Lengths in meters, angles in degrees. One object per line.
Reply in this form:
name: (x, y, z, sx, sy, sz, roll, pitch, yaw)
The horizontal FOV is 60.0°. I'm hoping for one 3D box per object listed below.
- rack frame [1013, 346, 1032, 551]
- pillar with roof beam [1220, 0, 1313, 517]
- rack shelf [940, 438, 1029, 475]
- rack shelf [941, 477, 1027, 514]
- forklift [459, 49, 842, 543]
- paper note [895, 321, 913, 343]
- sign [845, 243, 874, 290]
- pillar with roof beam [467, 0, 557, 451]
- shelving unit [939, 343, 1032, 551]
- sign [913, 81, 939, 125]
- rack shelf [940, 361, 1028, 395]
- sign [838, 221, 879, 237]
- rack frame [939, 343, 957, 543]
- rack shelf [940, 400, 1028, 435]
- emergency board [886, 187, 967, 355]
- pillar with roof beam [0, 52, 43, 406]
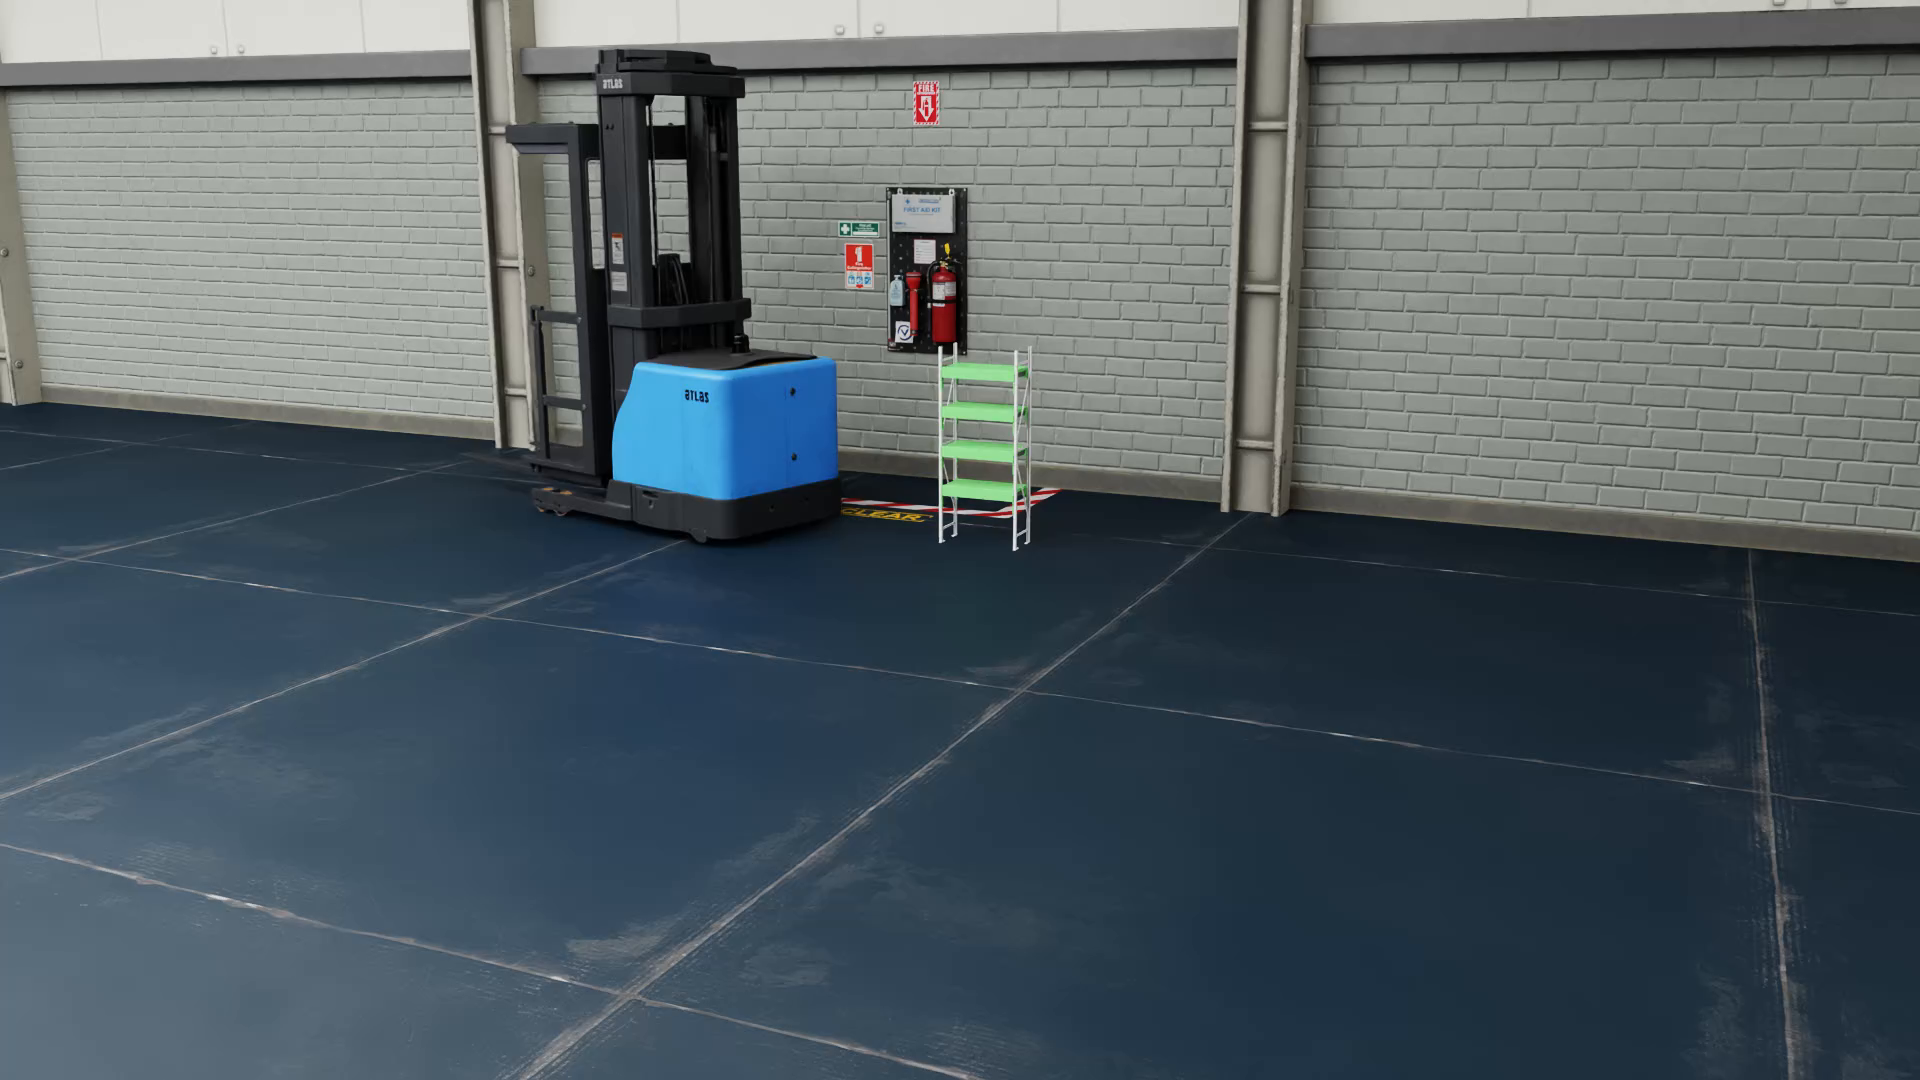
rack frame: (0.374, -0.546, 9.956, 0.015, 1.200, 0.240, 6, 14, 23)
pillar with roof beam: (0.232, -3.685, 6.263, 0.400, 9.000, 9.100, 6, 14, 23)
rack shelf: (0.151, -0.507, 10.067, 0.480, 0.148, 0.258, 6, 14, 23)
rack shelf: (0.151, -0.273, 10.122, 0.480, 0.148, 0.258, 6, 14, 23)
forklift: (-2.214, -1.663, 10.925, 3.031, 2.935, 1.130, 11, 17, 39)
paper note: (-0.402, -1.503, 12.020, 0.142, 0.148, 0.016, 6, 14, 23)
sign: (-0.732, -1.991, 12.094, 0.234, 0.329, 0.001, 6, 14, 23)
pillar with roof beam: (-5.254, -4.241, 8.629, 0.400, 9.000, 9.100, 6, 14, 23)
shelving unit: (0.151, -0.569, 10.052, 0.503, 1.200, 0.258, 6, 14, 23)
sign: (-0.236, -3.051, 11.615, 0.199, 0.298, 0.001, 6, 14, 23)
rack shelf: (0.151, -0.974, 9.957, 0.480, 0.148, 0.258, 6, 14, 23)
sign: (-0.732, -2.246, 12.024, 0.331, 0.109, 0.001, 6, 14, 23)
rack frame: (-0.072, -0.591, 10.149, 0.015, 1.200, 0.240, 6, 14, 23)
rack shelf: (0.151, -0.740, 10.012, 0.480, 0.148, 0.258, 6, 14, 23)
emergency board: (-0.269, -1.901, 11.788, 0.643, 1.169, 0.194, 6, 14, 23)
pillar with roof beam: (-10.740, -4.796, 10.995, 0.400, 9.000, 9.100, 6, 14, 23)
